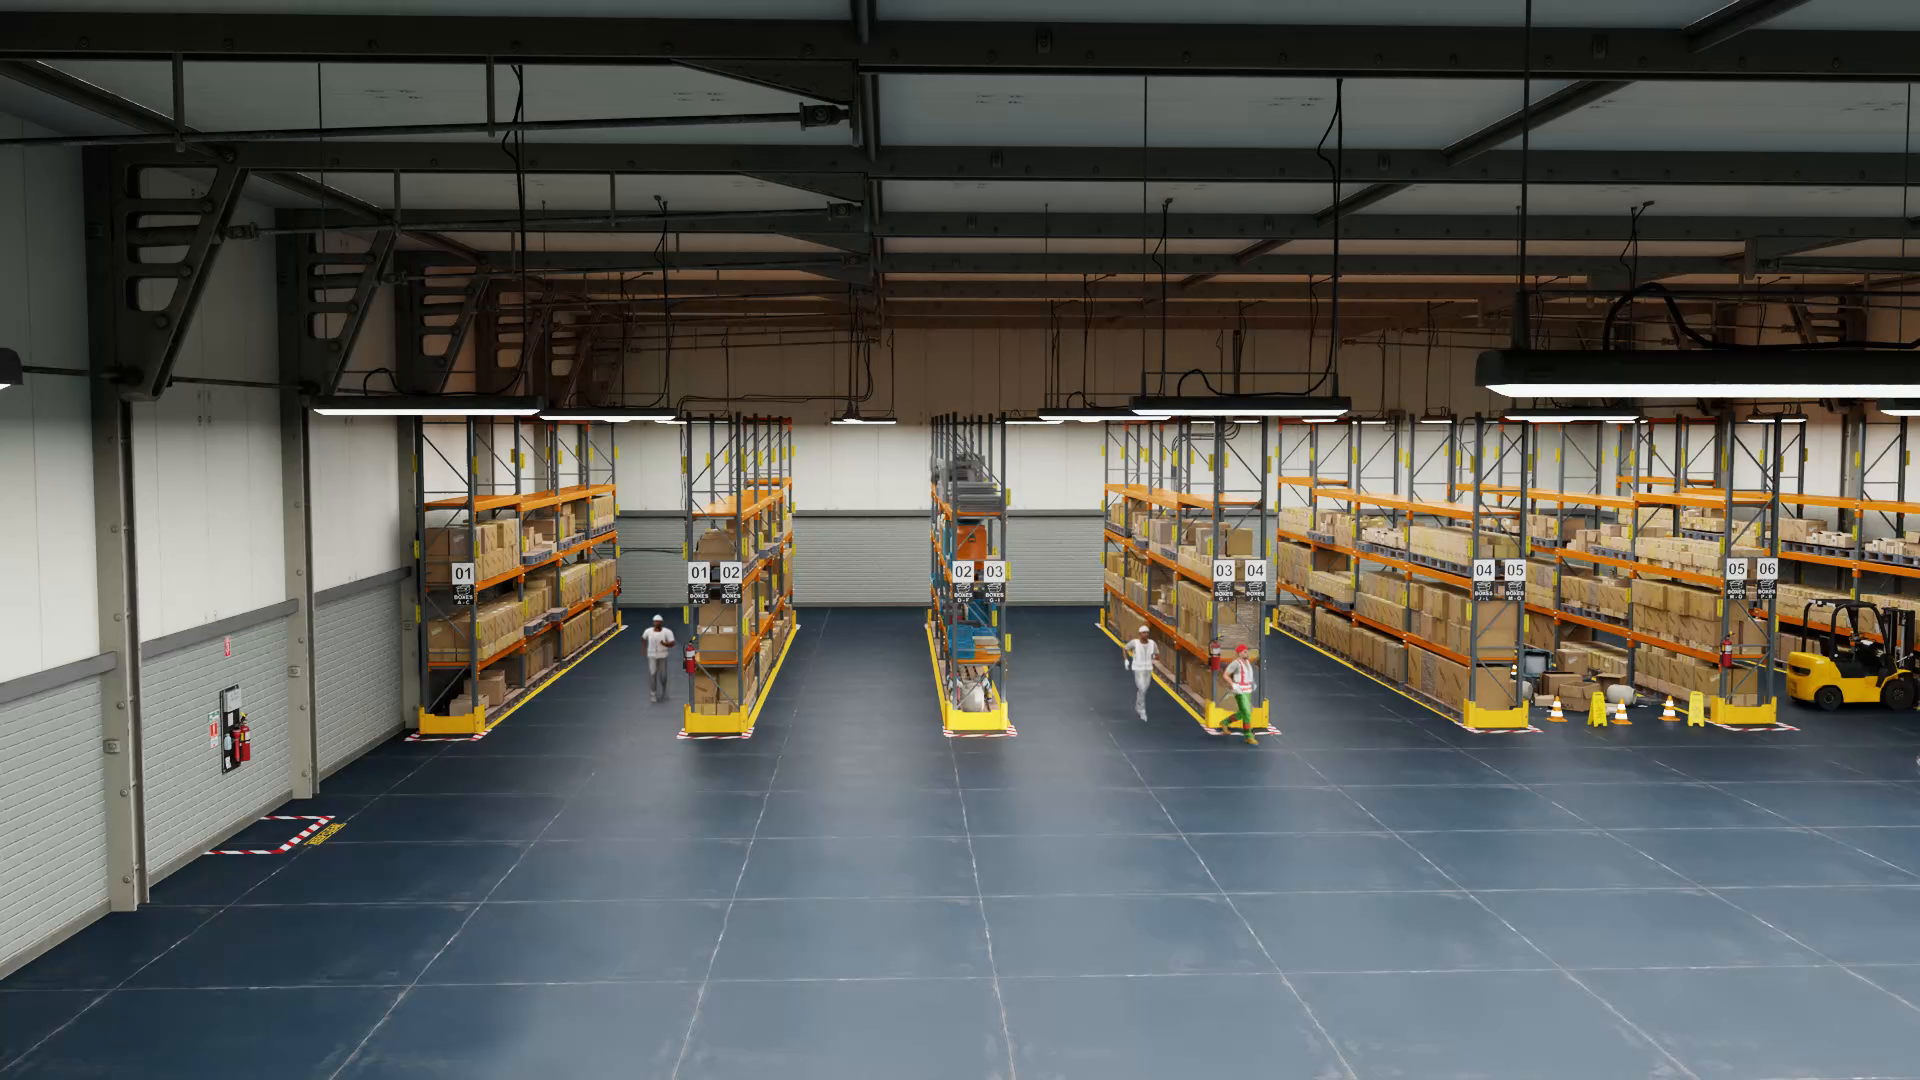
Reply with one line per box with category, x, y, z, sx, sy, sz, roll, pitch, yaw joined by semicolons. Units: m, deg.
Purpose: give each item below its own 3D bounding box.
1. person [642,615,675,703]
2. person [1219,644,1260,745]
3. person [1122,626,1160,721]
person;-6.311;2.445;34.749;0.694;1.767;0.969;0;4;-6
person;5.104;2.790;30.254;0.874;1.802;0.698;4;5;44
person;3.596;2.592;32.736;0.687;1.831;0.790;-1;4;-20
